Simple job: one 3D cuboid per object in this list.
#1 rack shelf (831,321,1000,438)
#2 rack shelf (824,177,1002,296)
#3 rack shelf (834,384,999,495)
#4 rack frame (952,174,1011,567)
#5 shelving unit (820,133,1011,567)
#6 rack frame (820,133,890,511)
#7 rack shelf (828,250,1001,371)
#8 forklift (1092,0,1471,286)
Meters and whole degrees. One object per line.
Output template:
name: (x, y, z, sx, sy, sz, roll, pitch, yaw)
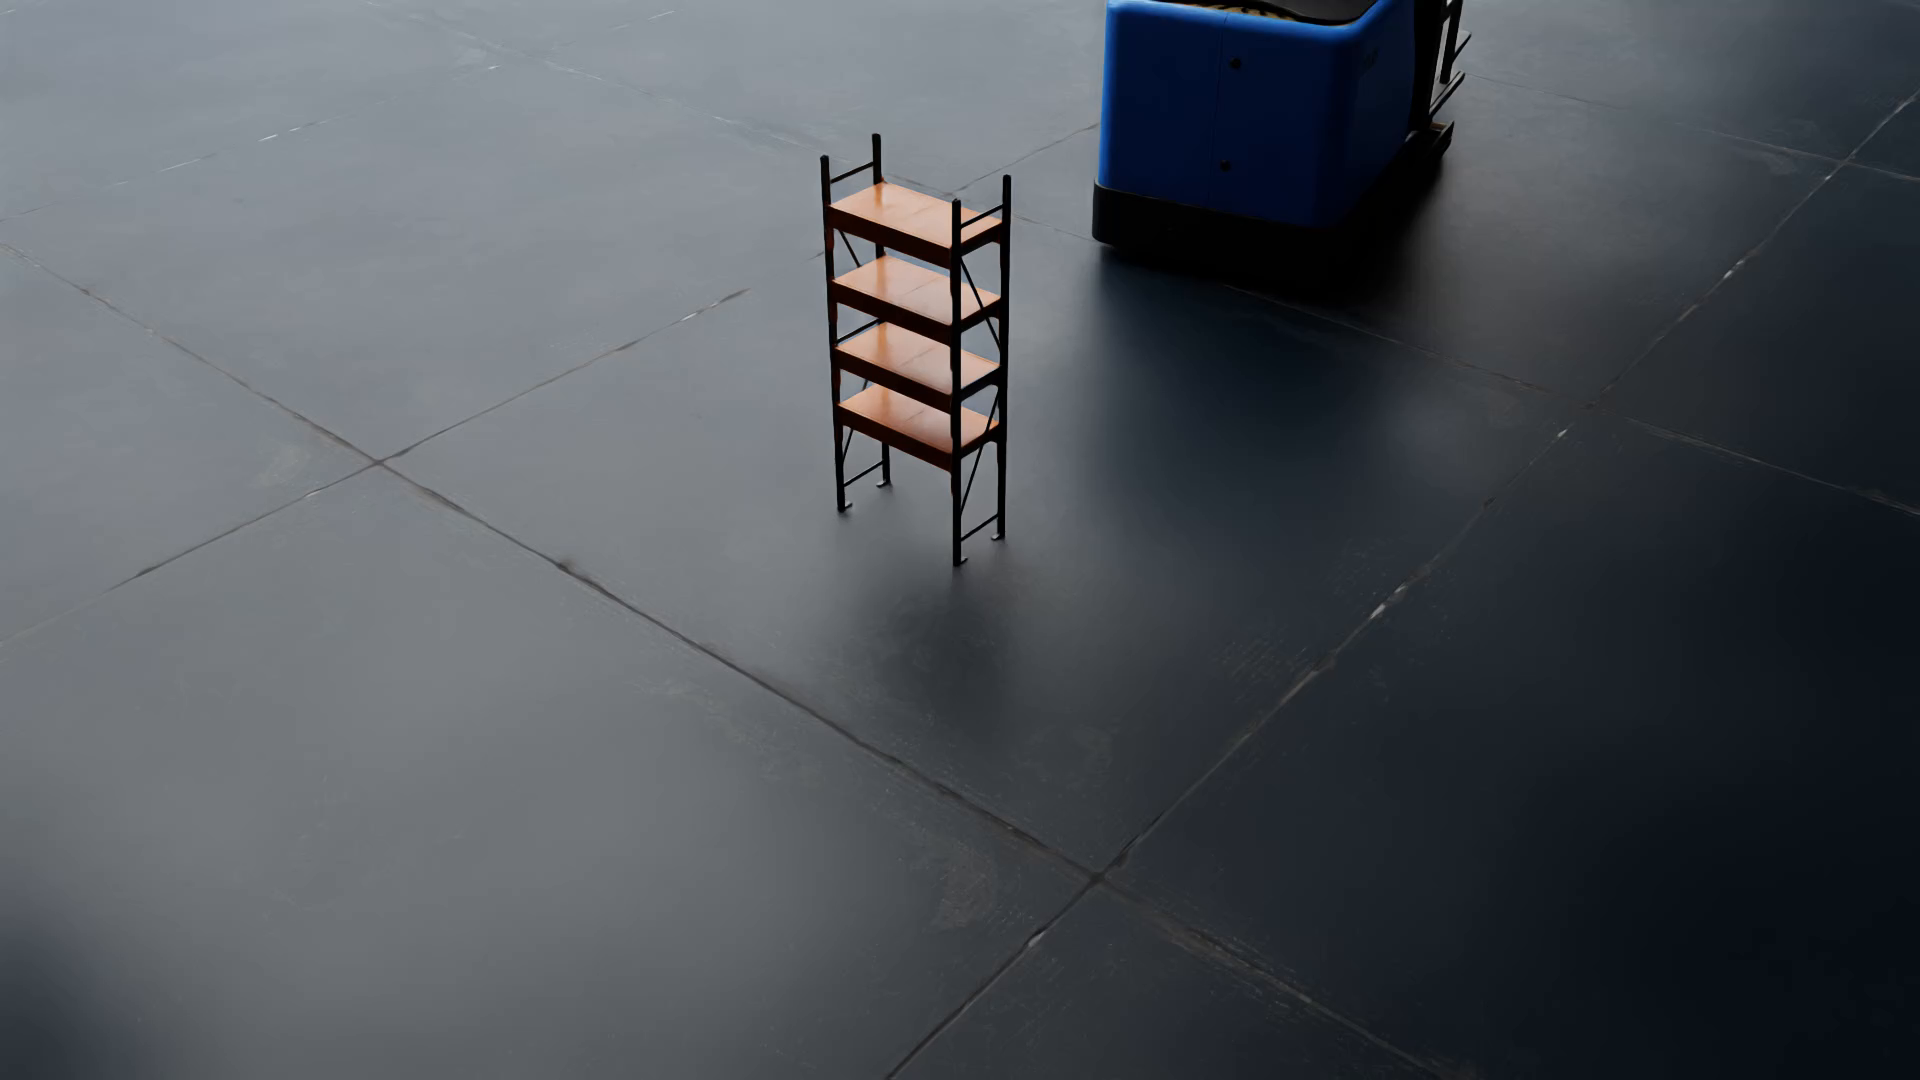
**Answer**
rack shelf: (-0.127, -0.499, 5.036, 0.480, 0.148, 0.258, 25, 42, 32)
rack shelf: (-0.127, -0.878, 4.775, 0.480, 0.148, 0.258, 25, 42, 32)
rack shelf: (-0.127, -0.335, 5.148, 0.480, 0.148, 0.258, 25, 42, 32)
rack frame: (0.060, -0.466, 4.869, 0.015, 1.200, 0.240, 25, 42, 32)
shelving unit: (-0.127, -0.555, 4.998, 0.503, 1.200, 0.258, 25, 42, 32)
rack frame: (-0.315, -0.643, 5.126, 0.015, 1.200, 0.240, 25, 42, 32)
rack shelf: (-0.127, -0.683, 4.909, 0.480, 0.148, 0.258, 25, 42, 32)
forklift: (1.684, -3.029, 7.072, 1.130, 2.935, 3.031, 17, 38, 22)
